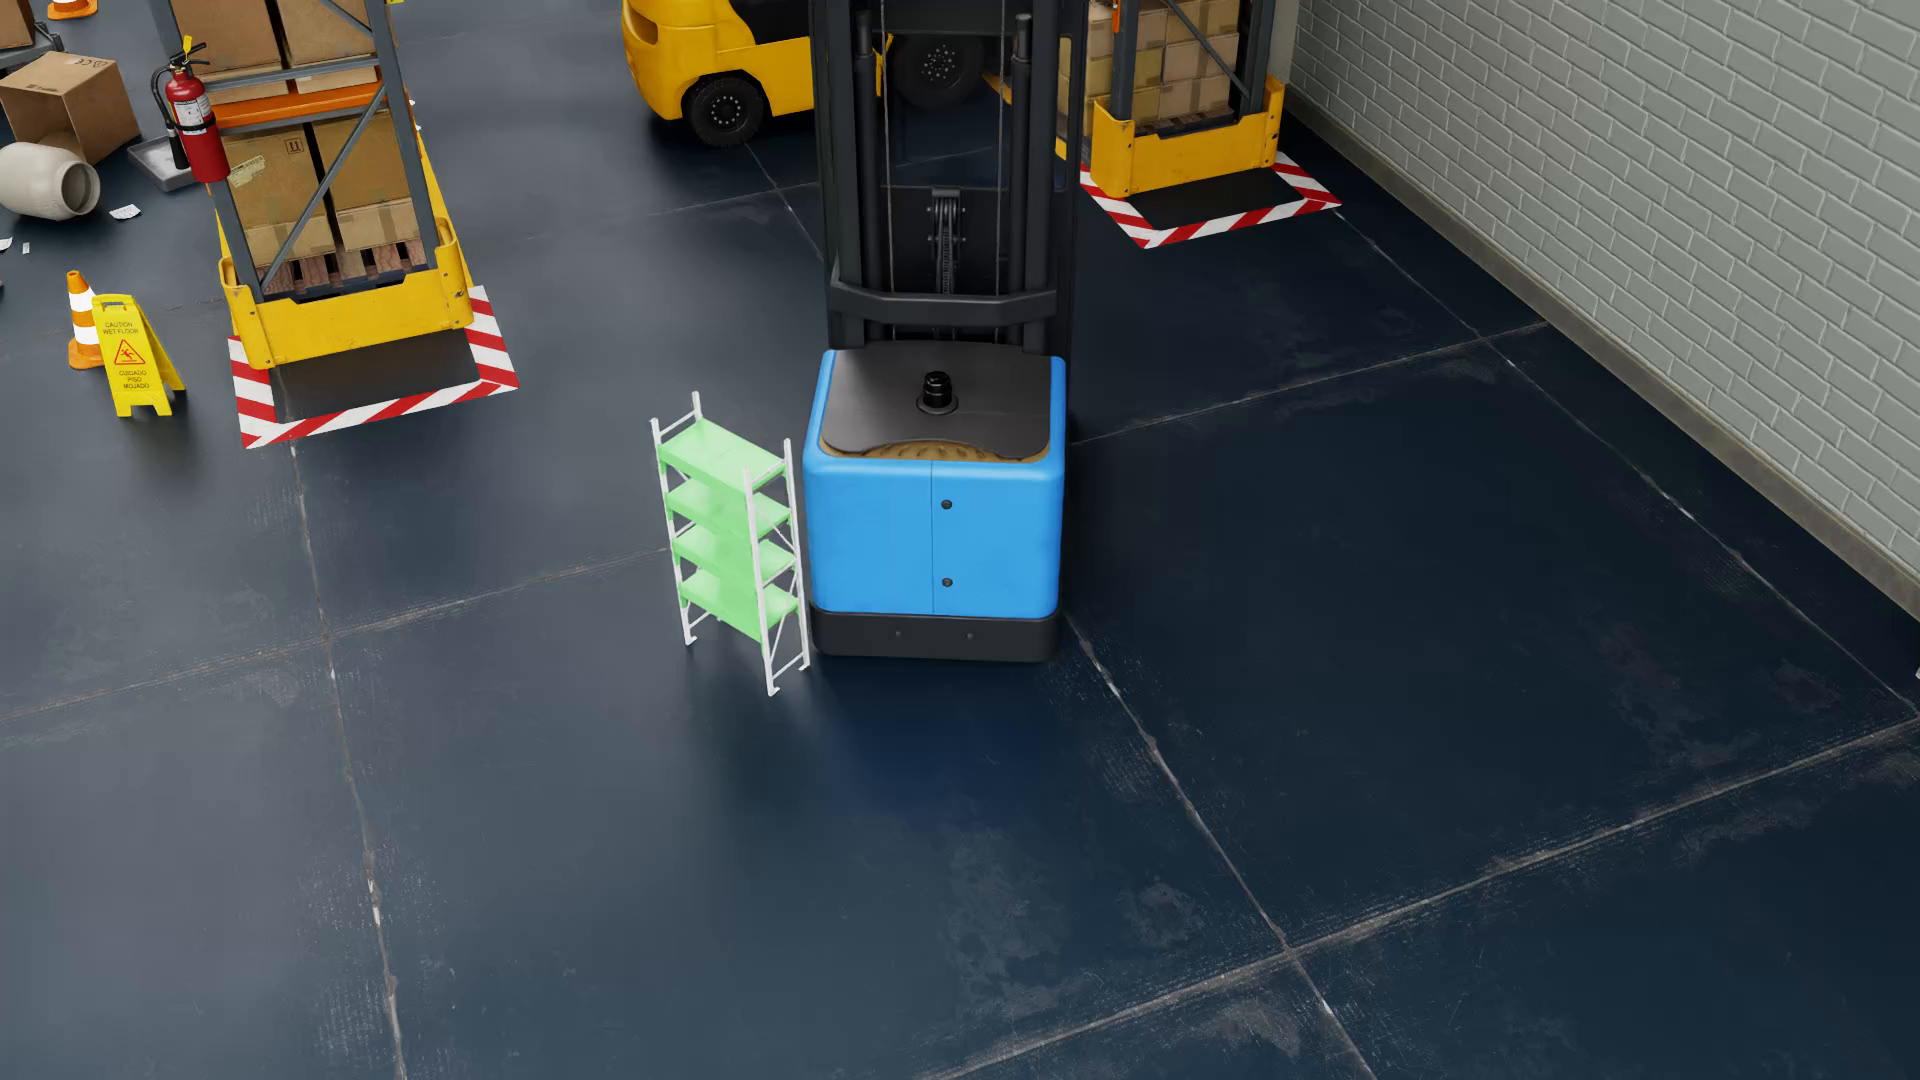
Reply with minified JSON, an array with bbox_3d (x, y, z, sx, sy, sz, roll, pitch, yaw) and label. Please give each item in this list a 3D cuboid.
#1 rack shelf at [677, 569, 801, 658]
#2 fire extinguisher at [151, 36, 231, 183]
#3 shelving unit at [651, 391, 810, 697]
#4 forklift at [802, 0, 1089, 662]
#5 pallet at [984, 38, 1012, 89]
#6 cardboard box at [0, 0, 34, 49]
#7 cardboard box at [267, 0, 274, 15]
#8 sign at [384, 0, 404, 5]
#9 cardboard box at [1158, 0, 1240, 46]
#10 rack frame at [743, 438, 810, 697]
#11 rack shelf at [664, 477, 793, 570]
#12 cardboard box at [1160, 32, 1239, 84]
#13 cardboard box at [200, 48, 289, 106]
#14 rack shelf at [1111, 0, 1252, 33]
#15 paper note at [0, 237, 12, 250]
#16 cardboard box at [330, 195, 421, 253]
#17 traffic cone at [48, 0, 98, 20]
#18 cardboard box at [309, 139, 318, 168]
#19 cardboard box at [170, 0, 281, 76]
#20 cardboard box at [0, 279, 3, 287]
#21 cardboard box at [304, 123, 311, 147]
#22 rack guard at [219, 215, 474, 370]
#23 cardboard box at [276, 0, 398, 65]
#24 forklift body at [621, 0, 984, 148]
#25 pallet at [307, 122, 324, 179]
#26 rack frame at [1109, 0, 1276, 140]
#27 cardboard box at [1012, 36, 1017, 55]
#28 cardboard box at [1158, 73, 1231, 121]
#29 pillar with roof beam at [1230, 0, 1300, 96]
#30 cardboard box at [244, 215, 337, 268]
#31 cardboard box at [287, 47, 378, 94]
[{"bbox_3d":[-0.908,0.264,6.906,0.480,0.148,0.258,27,48,28],"label":"rack shelf"},{"bbox_3d":[-3.586,-2.006,7.760,0.296,0.674,0.183,-15,43,-17],"label":"fire extinguisher"},{"bbox_3d":[-0.909,0.034,6.707,0.503,1.200,0.258,27,48,28],"label":"shelving unit"},{"bbox_3d":[-0.031,-1.544,7.216,1.130,2.935,3.031,2,41,2],"label":"forklift"},{"bbox_3d":[0.586,-3.587,11.678,1.003,0.211,1.213,-15,43,-17],"label":"pallet"},{"bbox_3d":[-6.368,-3.506,10.782,0.500,0.500,0.500,-15,43,-17],"label":"cardboard box"},{"bbox_3d":[-3.917,-2.918,8.954,0.380,0.149,0.250,-15,43,-16],"label":"cardboard box"},{"bbox_3d":[-2.703,-2.683,7.824,0.100,0.325,0.005,-15,43,-17],"label":"sign"},{"bbox_3d":[1.371,-3.293,10.217,0.500,0.250,0.500,-16,43,-18],"label":"cardboard box"},{"bbox_3d":[-0.719,0.134,6.592,0.015,1.200,0.240,27,48,28],"label":"rack frame"},{"bbox_3d":[-0.910,-0.099,6.592,0.480,0.148,0.258,27,48,28],"label":"rack shelf"},{"bbox_3d":[1.392,-3.101,10.378,0.500,0.250,0.500,-14,43,-16],"label":"cardboard box"},{"bbox_3d":[-3.545,-2.296,8.231,0.380,0.149,0.250,-14,43,-15],"label":"cardboard box"},{"bbox_3d":[0.615,-4.392,11.027,1.077,0.370,4.000,-15,43,-17],"label":"rack shelf"},{"bbox_3d":[-5.591,-1.711,9.644,0.148,0.019,0.142,-2,41,-2],"label":"paper note"},{"bbox_3d":[-3.257,-1.891,9.354,0.500,0.250,0.500,-15,43,-17],"label":"cardboard box"},{"bbox_3d":[-6.503,-4.065,12.041,0.336,0.463,0.334,-15,43,-17],"label":"traffic cone"},{"bbox_3d":[-4.158,-2.384,9.927,0.500,0.250,0.500,-17,43,-18],"label":"cardboard box"},{"bbox_3d":[-3.667,-2.628,8.120,0.500,0.500,0.500,-16,43,-18],"label":"cardboard box"},{"bbox_3d":[-5.572,-1.424,9.210,0.380,0.149,0.250,5,41,6],"label":"cardboard box"},{"bbox_3d":[-3.955,-2.352,9.314,0.500,0.500,0.500,-14,43,-15],"label":"cardboard box"},{"bbox_3d":[-3.233,-1.318,8.817,1.175,0.500,0.348,-15,43,-17],"label":"rack guard"},{"bbox_3d":[-3.129,-2.725,8.232,0.500,0.500,0.500,-16,43,-18],"label":"cardboard box"},{"bbox_3d":[-1.031,-3.825,10.468,2.313,2.155,1.214,-15,43,-17],"label":"forklift body"},{"bbox_3d":[-3.975,-2.440,10.344,1.003,0.211,1.213,-15,43,-17],"label":"pallet"},{"bbox_3d":[1.380,-3.460,9.392,1.000,3.000,0.127,-15,43,-17],"label":"rack frame"},{"bbox_3d":[0.544,-3.387,11.093,0.500,0.250,0.500,-15,43,-16],"label":"cardboard box"},{"bbox_3d":[1.373,-2.921,10.552,0.500,0.250,0.500,-15,43,-17],"label":"cardboard box"},{"bbox_3d":[-2.031,-5.305,6.936,9.100,9.000,0.400,-15,43,-17],"label":"pillar with roof beam"},{"bbox_3d":[-3.771,-1.771,9.214,0.500,0.250,0.500,-15,43,-17],"label":"cardboard box"},{"bbox_3d":[-3.143,-2.381,8.329,0.380,0.149,0.250,-15,43,-17],"label":"cardboard box"}]
